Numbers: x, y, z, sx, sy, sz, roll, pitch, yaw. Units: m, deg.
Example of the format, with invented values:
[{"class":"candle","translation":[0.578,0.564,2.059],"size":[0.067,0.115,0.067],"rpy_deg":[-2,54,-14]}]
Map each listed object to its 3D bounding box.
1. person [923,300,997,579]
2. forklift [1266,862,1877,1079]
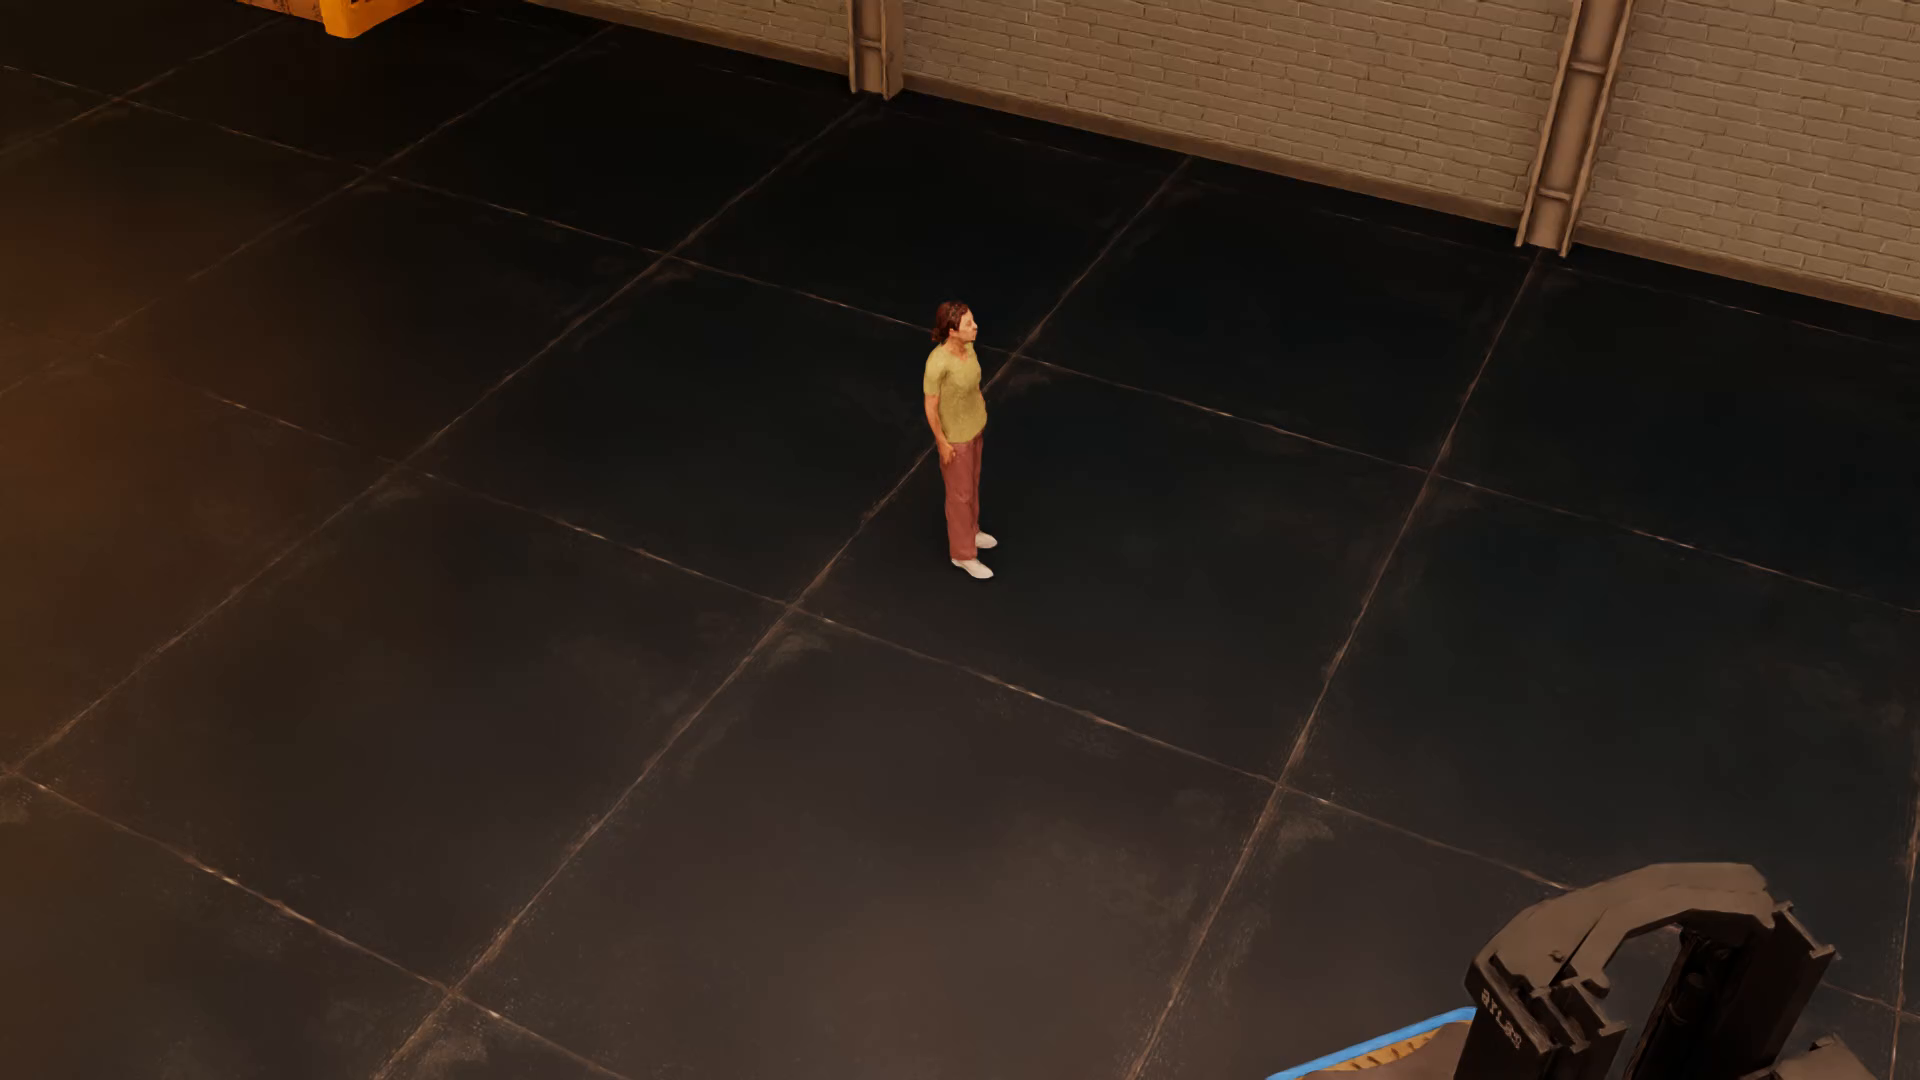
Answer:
[{"class":"person","translation":[0.074,-0.613,9.678],"size":[0.517,1.674,0.552],"rpy_deg":[18,43,21]},{"class":"forklift","translation":[2.096,2.495,5.024],"size":[1.130,2.935,3.031],"rpy_deg":[-14,42,-16]}]
